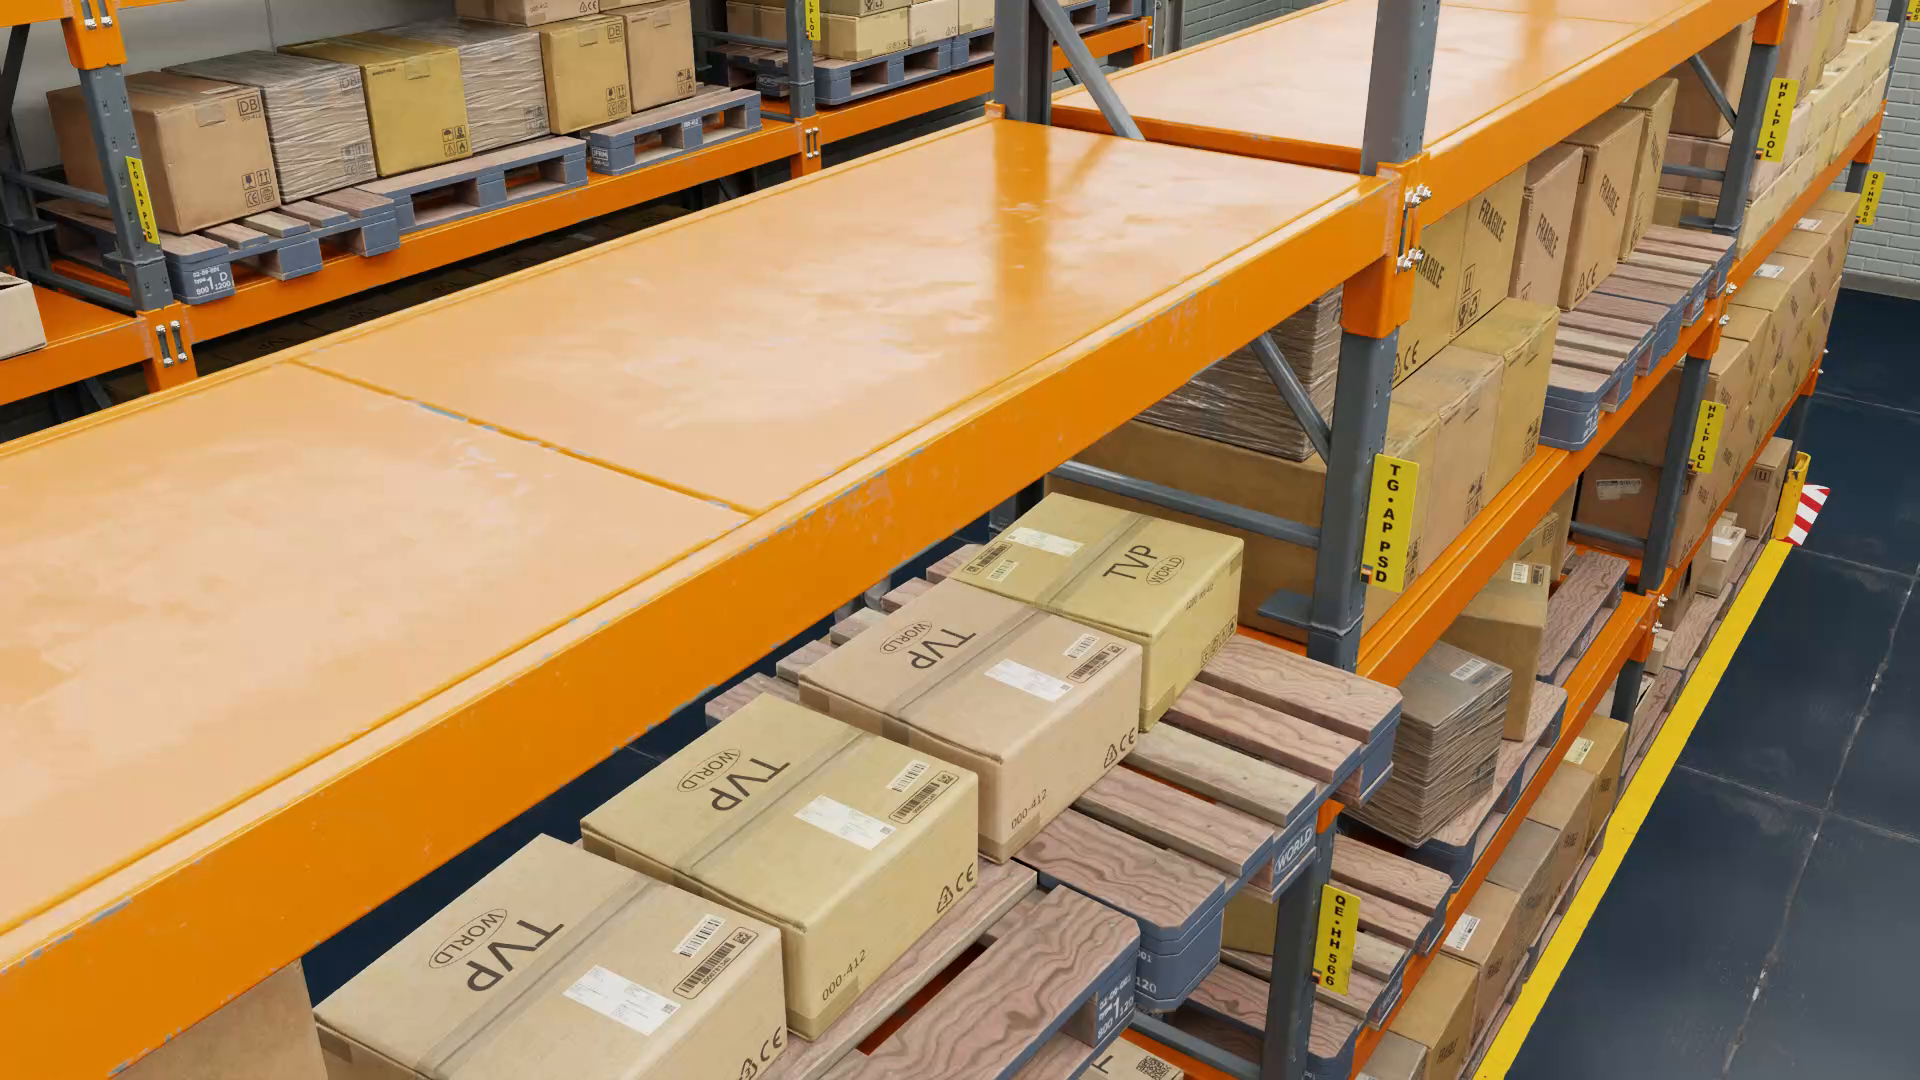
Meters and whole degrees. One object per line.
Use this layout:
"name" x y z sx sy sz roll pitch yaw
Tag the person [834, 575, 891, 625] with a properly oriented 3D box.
"person" -0.538 -0.043 9.202 0.488 1.672 0.360 16 31 29
